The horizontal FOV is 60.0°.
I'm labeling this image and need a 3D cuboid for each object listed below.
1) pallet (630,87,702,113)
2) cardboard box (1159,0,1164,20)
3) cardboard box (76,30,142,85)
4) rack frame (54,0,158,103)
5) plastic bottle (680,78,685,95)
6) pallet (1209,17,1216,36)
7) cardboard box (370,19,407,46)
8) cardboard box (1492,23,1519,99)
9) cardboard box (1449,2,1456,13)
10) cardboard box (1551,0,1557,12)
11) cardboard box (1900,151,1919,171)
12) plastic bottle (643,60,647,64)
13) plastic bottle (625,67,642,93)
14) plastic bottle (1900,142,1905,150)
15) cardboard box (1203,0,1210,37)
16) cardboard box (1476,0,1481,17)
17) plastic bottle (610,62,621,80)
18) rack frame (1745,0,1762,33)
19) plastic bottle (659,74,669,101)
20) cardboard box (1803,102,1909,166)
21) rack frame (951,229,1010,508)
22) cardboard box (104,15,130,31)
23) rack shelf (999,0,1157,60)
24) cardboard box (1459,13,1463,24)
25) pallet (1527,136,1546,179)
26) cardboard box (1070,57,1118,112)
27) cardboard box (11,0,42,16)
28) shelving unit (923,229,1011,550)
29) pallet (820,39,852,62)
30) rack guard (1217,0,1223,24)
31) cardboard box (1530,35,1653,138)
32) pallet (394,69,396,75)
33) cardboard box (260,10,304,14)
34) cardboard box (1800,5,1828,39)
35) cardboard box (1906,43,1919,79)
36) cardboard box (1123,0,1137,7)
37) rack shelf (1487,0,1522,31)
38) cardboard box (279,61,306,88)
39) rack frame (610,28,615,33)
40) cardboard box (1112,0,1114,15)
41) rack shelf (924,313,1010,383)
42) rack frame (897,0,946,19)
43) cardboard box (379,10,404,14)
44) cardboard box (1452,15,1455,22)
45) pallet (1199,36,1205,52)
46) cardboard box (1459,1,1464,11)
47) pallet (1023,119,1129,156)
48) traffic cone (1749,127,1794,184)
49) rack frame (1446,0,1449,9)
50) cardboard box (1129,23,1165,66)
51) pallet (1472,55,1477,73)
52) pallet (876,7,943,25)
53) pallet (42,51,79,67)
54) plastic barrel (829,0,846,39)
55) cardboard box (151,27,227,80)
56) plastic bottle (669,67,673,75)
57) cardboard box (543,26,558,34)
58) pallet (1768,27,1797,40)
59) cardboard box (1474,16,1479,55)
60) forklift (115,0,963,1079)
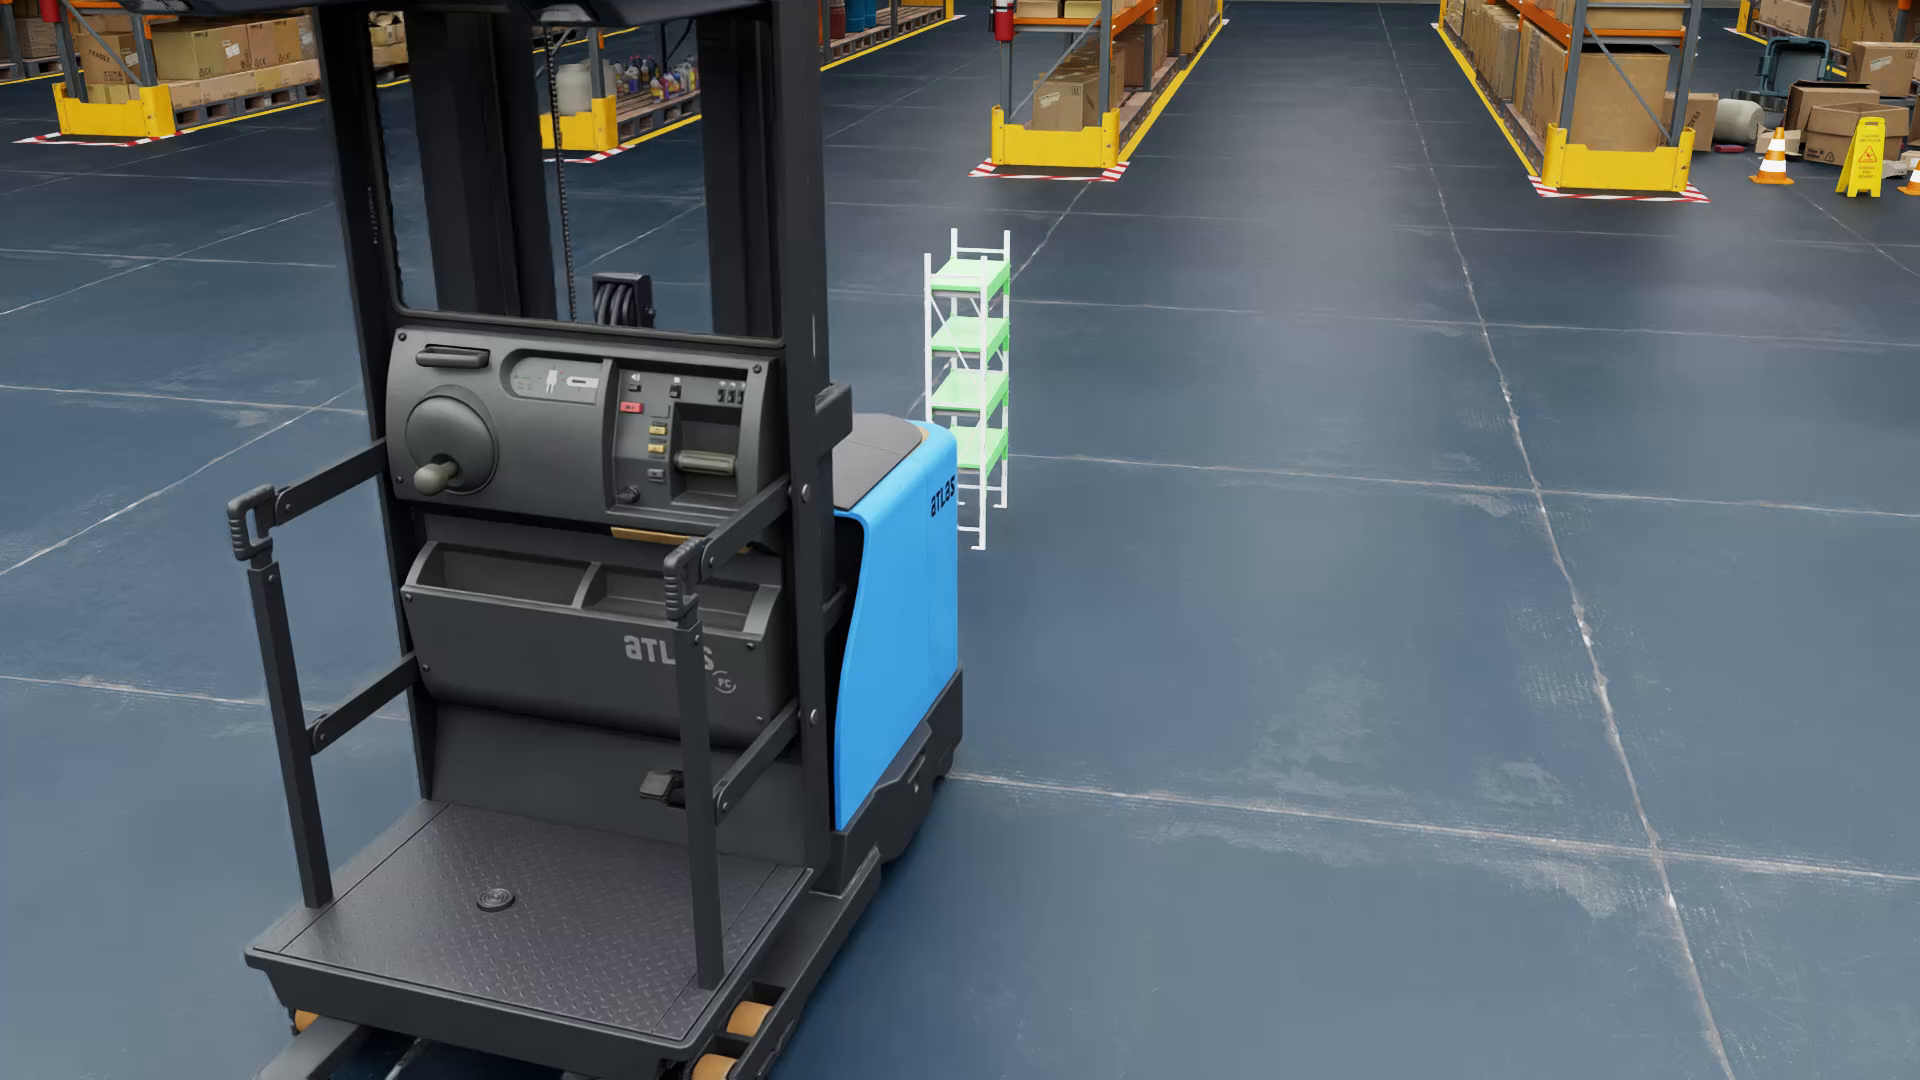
[{"bbox_3d":[-3.335,-5.217,19.524,1.003,0.211,1.213,4,22,11],"label":"pallet"},{"bbox_3d":[2.400,-6.983,21.930,0.500,0.250,0.500,5,23,13],"label":"cardboard box"},{"bbox_3d":[-9.004,-5.155,17.752,0.500,0.500,0.500,4,22,11],"label":"cardboard box"},{"bbox_3d":[-8.822,-5.669,16.914,1.000,3.000,0.127,4,22,11],"label":"rack frame"},{"bbox_3d":[-3.146,-5.108,18.679,0.097,0.201,0.097,0,22,0],"label":"plastic bottle"},{"bbox_3d":[3.802,-8.727,28.240,1.003,0.211,1.213,4,22,11],"label":"pallet"},{"bbox_3d":[-7.570,-6.626,21.658,0.500,0.311,0.500,4,22,10],"label":"cardboard box"},{"bbox_3d":[6.565,-5.345,18.559,1.050,0.750,0.750,4,22,11],"label":"cardboard box"},{"bbox_3d":[8.384,-8.909,27.816,0.380,0.149,0.250,5,23,13],"label":"cardboard box"},{"bbox_3d":[6.137,-5.301,15.799,0.875,0.550,0.500,4,22,11],"label":"cardboard box"},{"bbox_3d":[8.867,-3.467,15.264,0.380,0.149,0.250,18,28,38],"label":"cardboard box"},{"bbox_3d":[-3.691,-5.490,19.526,0.152,0.276,0.135,5,23,13],"label":"plastic bottle"},{"bbox_3d":[-3.703,-5.203,18.814,0.152,0.276,0.135,4,22,11],"label":"plastic bottle"},{"bbox_3d":[9.294,-3.928,16.524,0.133,0.061,0.283,8,23,20],"label":"plastic bottle"},{"bbox_3d":[3.213,-8.274,25.666,1.225,0.875,0.875,5,22,11],"label":"cardboard box"},{"bbox_3d":[7.318,-7.262,22.649,0.500,0.250,0.500,5,22,12],"label":"cardboard box"},{"bbox_3d":[-3.891,-5.172,18.637,0.144,0.351,0.185,5,23,13],"label":"plastic bottle"},{"bbox_3d":[13.842,-10.008,27.689,1.000,3.000,0.127,4,22,11],"label":"rack frame"},{"bbox_3d":[-3.234,-4.954,18.187,0.061,0.283,0.133,5,22,12],"label":"plastic bottle"},{"bbox_3d":[8.457,-3.834,15.700,0.797,0.503,0.637,-11,25,-26],"label":"cardboard box"},{"bbox_3d":[0.084,-0.706,7.001,0.240,1.200,0.015,4,22,11],"label":"rack frame"},{"bbox_3d":[-12.428,-7.385,23.931,0.700,0.500,0.500,4,22,11],"label":"cardboard box"},{"bbox_3d":[1.283,-5.310,16.986,1.077,0.370,4.000,4,22,11],"label":"rack shelf"},{"bbox_3d":[7.912,-8.036,25.646,0.380,0.149,0.250,5,22,12],"label":"cardboard box"},{"bbox_3d":[5.797,-3.502,15.266,1.003,0.211,1.213,4,22,11],"label":"pallet"},{"bbox_3d":[1.411,-4.824,17.600,0.500,0.500,0.500,2,22,6],"label":"cardboard box"},{"bbox_3d":[-12.635,-7.332,22.797,0.500,0.250,0.500,4,22,10],"label":"cardboard box"},{"bbox_3d":[0.034,-0.617,6.780,0.258,1.200,0.503,4,22,11],"label":"shelving unit"},{"bbox_3d":[-2.221,-7.213,24.482,1.003,0.211,1.213,4,22,11],"label":"pallet"},{"bbox_3d":[4.145,-9.613,30.053,1.175,0.500,0.348,4,22,11],"label":"rack guard"},{"bbox_3d":[5.961,-4.281,15.751,0.875,0.875,0.875,4,22,10],"label":"cardboard box"},{"bbox_3d":[-7.647,-6.558,22.854,1.003,0.211,1.213,4,22,11],"label":"pallet"},{"bbox_3d":[-8.407,-6.253,20.479,0.500,0.500,0.500,4,22,11],"label":"cardboard box"},{"bbox_3d":[13.259,-7.773,25.006,0.875,0.438,0.875,4,22,10],"label":"cardboard box"},{"bbox_3d":[12.084,-5.852,20.325,0.950,0.372,0.625,3,22,7],"label":"cardboard box"},{"bbox_3d":[1.568,-5.423,16.639,0.380,0.149,0.250,4,22,11],"label":"cardboard box"},{"bbox_3d":[6.935,-6.358,19.587,1.077,0.370,4.000,4,22,11],"label":"rack shelf"},{"bbox_3d":[-8.086,-5.499,19.610,0.500,0.250,0.500,4,22,11],"label":"cardboard box"},{"bbox_3d":[-6.373,-10.057,27.811,1.000,3.000,0.127,4,22,11],"label":"rack frame"},{"bbox_3d":[1.237,-4.972,15.519,0.380,0.149,0.250,4,22,11],"label":"cardboard box"},{"bbox_3d":[0.034,-0.780,6.714,0.258,0.148,0.480,4,22,11],"label":"rack shelf"},{"bbox_3d":[-0.709,-11.141,30.502,1.000,3.000,0.127,4,22,11],"label":"rack frame"},{"bbox_3d":[-7.789,-7.226,23.147,0.500,0.311,0.500,4,22,9],"label":"cardboard box"},{"bbox_3d":[8.252,-8.487,27.166,0.380,0.149,0.250,4,22,11],"label":"cardboard box"},{"bbox_3d":[3.240,-7.719,25.738,1.003,0.211,1.213,4,22,11],"label":"pallet"},{"bbox_3d":[8.034,-8.372,26.084,0.380,0.149,0.250,4,22,10],"label":"cardboard box"},{"bbox_3d":[1.091,-3.941,16.356,1.003,0.211,1.213,4,22,11],"label":"pallet"},{"bbox_3d":[7.209,-3.406,14.692,0.336,0.463,0.334,4,22,11],"label":"traffic cone"},{"bbox_3d":[8.975,-10.349,28.534,1.000,3.000,0.127,4,22,11],"label":"rack frame"},{"bbox_3d":[2.290,-6.432,21.566,0.700,0.500,0.500,3,22,6],"label":"cardboard box"},{"bbox_3d":[7.504,-6.415,22.499,1.003,0.211,1.213,4,22,11],"label":"pallet"},{"bbox_3d":[-0.915,-9.549,30.281,1.003,0.211,1.213,4,22,11],"label":"pallet"},{"bbox_3d":[-12.452,-6.947,23.820,1.003,0.211,1.213,4,22,11],"label":"pallet"},{"bbox_3d":[-2.027,-7.885,25.082,0.600,0.588,0.708,4,22,11],"label":"plastic barrel"},{"bbox_3d":[-8.395,-5.298,18.108,0.500,0.500,0.500,4,22,11],"label":"cardboard box"},{"bbox_3d":[-3.253,-5.200,18.796,0.061,0.283,0.133,4,22,11],"label":"plastic bottle"},{"bbox_3d":[-6.608,-8.159,25.853,0.500,0.500,0.500,4,22,10],"label":"cardboard box"},{"bbox_3d":[13.504,-7.971,26.364,1.003,0.211,1.213,4,22,11],"label":"pallet"},{"bbox_3d":[7.331,-6.908,22.776,0.500,0.500,0.500,5,23,13],"label":"cardboard box"},{"bbox_3d":[-0.923,-0.232,3.507,1.130,2.935,3.031,7,23,16],"label":"forklift"}]
